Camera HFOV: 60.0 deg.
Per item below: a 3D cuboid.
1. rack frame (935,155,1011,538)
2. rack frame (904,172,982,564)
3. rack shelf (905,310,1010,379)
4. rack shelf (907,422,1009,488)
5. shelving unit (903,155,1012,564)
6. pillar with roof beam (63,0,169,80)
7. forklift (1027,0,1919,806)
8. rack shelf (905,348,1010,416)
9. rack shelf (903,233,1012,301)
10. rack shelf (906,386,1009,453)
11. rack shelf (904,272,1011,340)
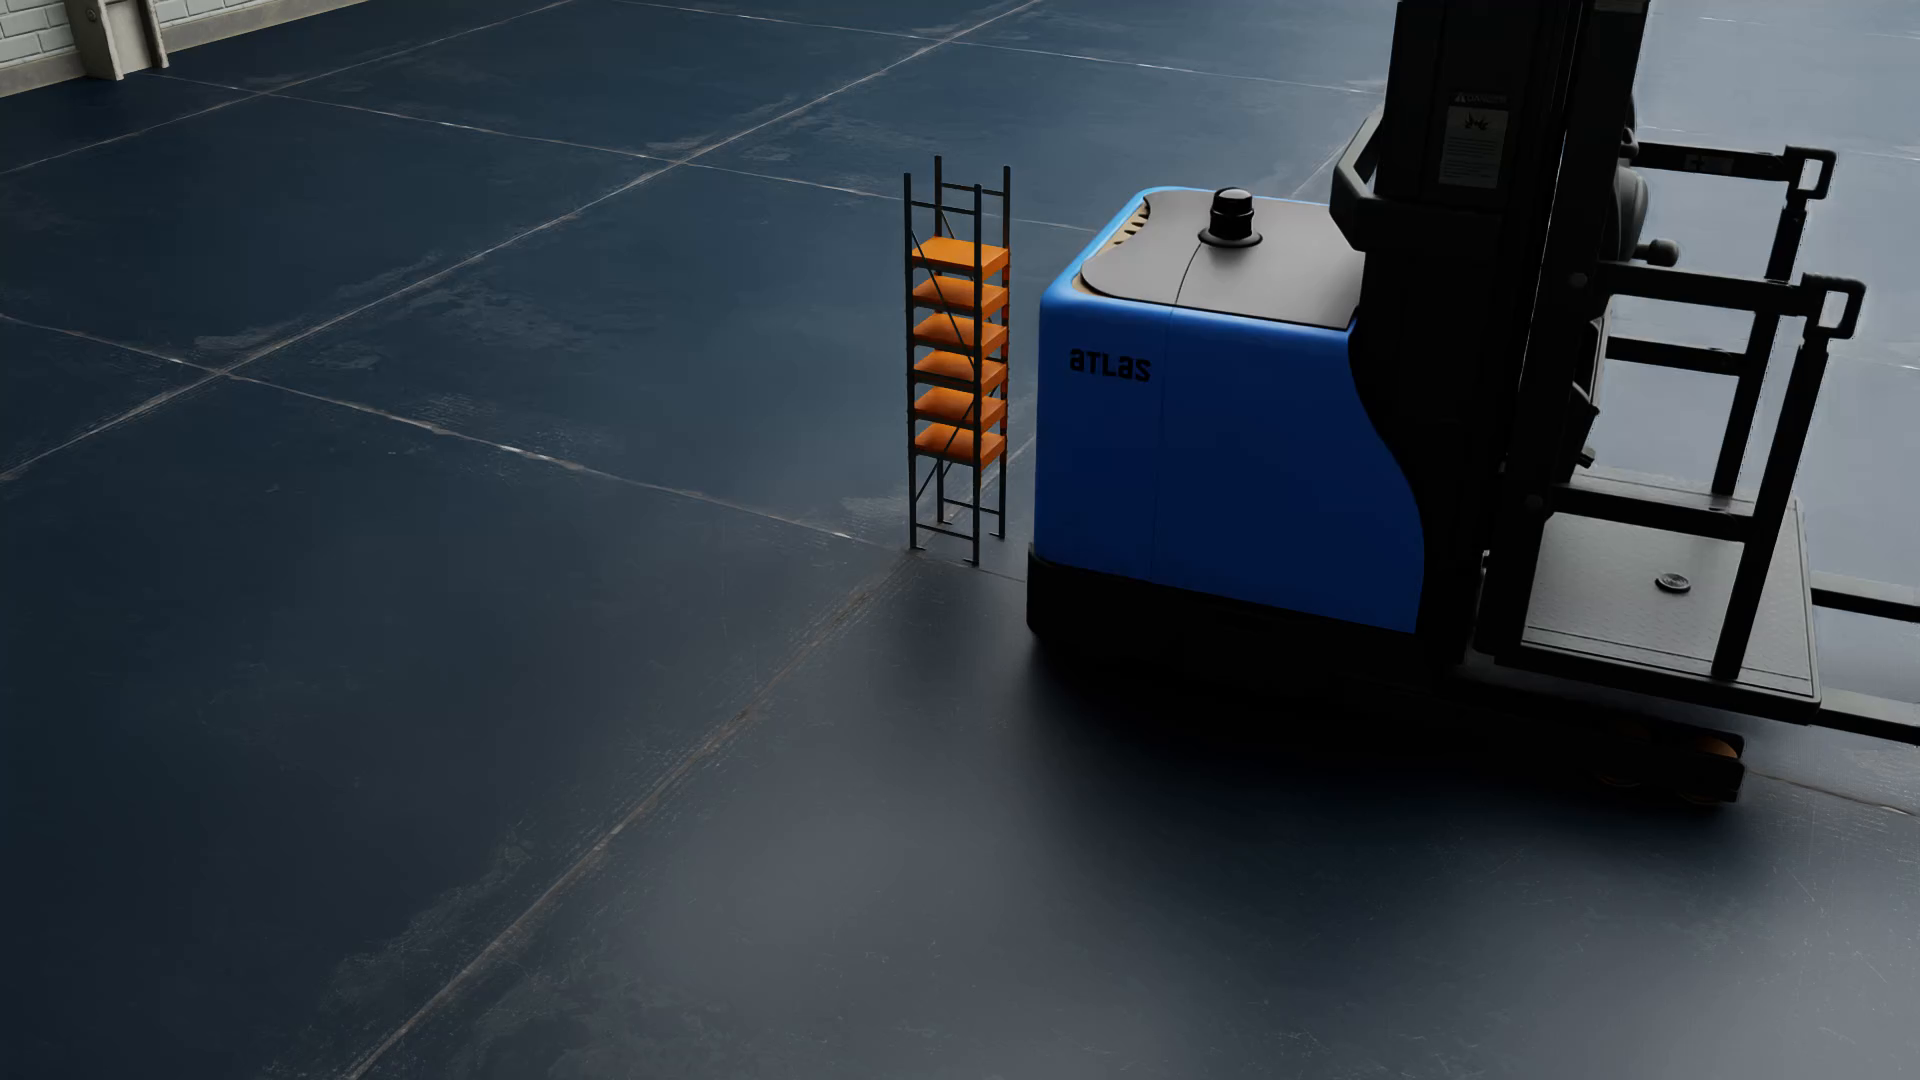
[{"bbox_3d":[0.035,-0.554,5.011,0.240,1.200,0.006,14,33,23],"label":"rack frame"},{"bbox_3d":[-0.048,-0.473,4.869,0.240,1.200,0.006,14,33,23],"label":"rack frame"},{"bbox_3d":[-0.007,-0.579,4.902,0.258,0.103,0.180,14,33,23],"label":"rack shelf"},{"bbox_3d":[-0.007,-0.267,5.082,0.258,0.103,0.180,14,33,23],"label":"rack shelf"},{"bbox_3d":[-0.007,-0.514,4.940,0.258,1.200,0.189,14,33,23],"label":"shelving unit"},{"bbox_3d":[-1.348,-5.845,6.392,9.100,9.000,0.400,14,33,23],"label":"pillar with roof beam"},{"bbox_3d":[1.758,-0.916,3.902,3.031,2.935,1.130,11,32,18],"label":"forklift"},{"bbox_3d":[-0.007,-0.475,4.962,0.258,0.103,0.180,14,33,23],"label":"rack shelf"},{"bbox_3d":[-0.007,-0.788,4.783,0.258,0.103,0.180,14,33,23],"label":"rack shelf"},{"bbox_3d":[-0.007,-0.371,5.022,0.258,0.103,0.180,14,33,23],"label":"rack shelf"},{"bbox_3d":[-0.007,-0.683,4.843,0.258,0.103,0.180,14,33,23],"label":"rack shelf"}]
